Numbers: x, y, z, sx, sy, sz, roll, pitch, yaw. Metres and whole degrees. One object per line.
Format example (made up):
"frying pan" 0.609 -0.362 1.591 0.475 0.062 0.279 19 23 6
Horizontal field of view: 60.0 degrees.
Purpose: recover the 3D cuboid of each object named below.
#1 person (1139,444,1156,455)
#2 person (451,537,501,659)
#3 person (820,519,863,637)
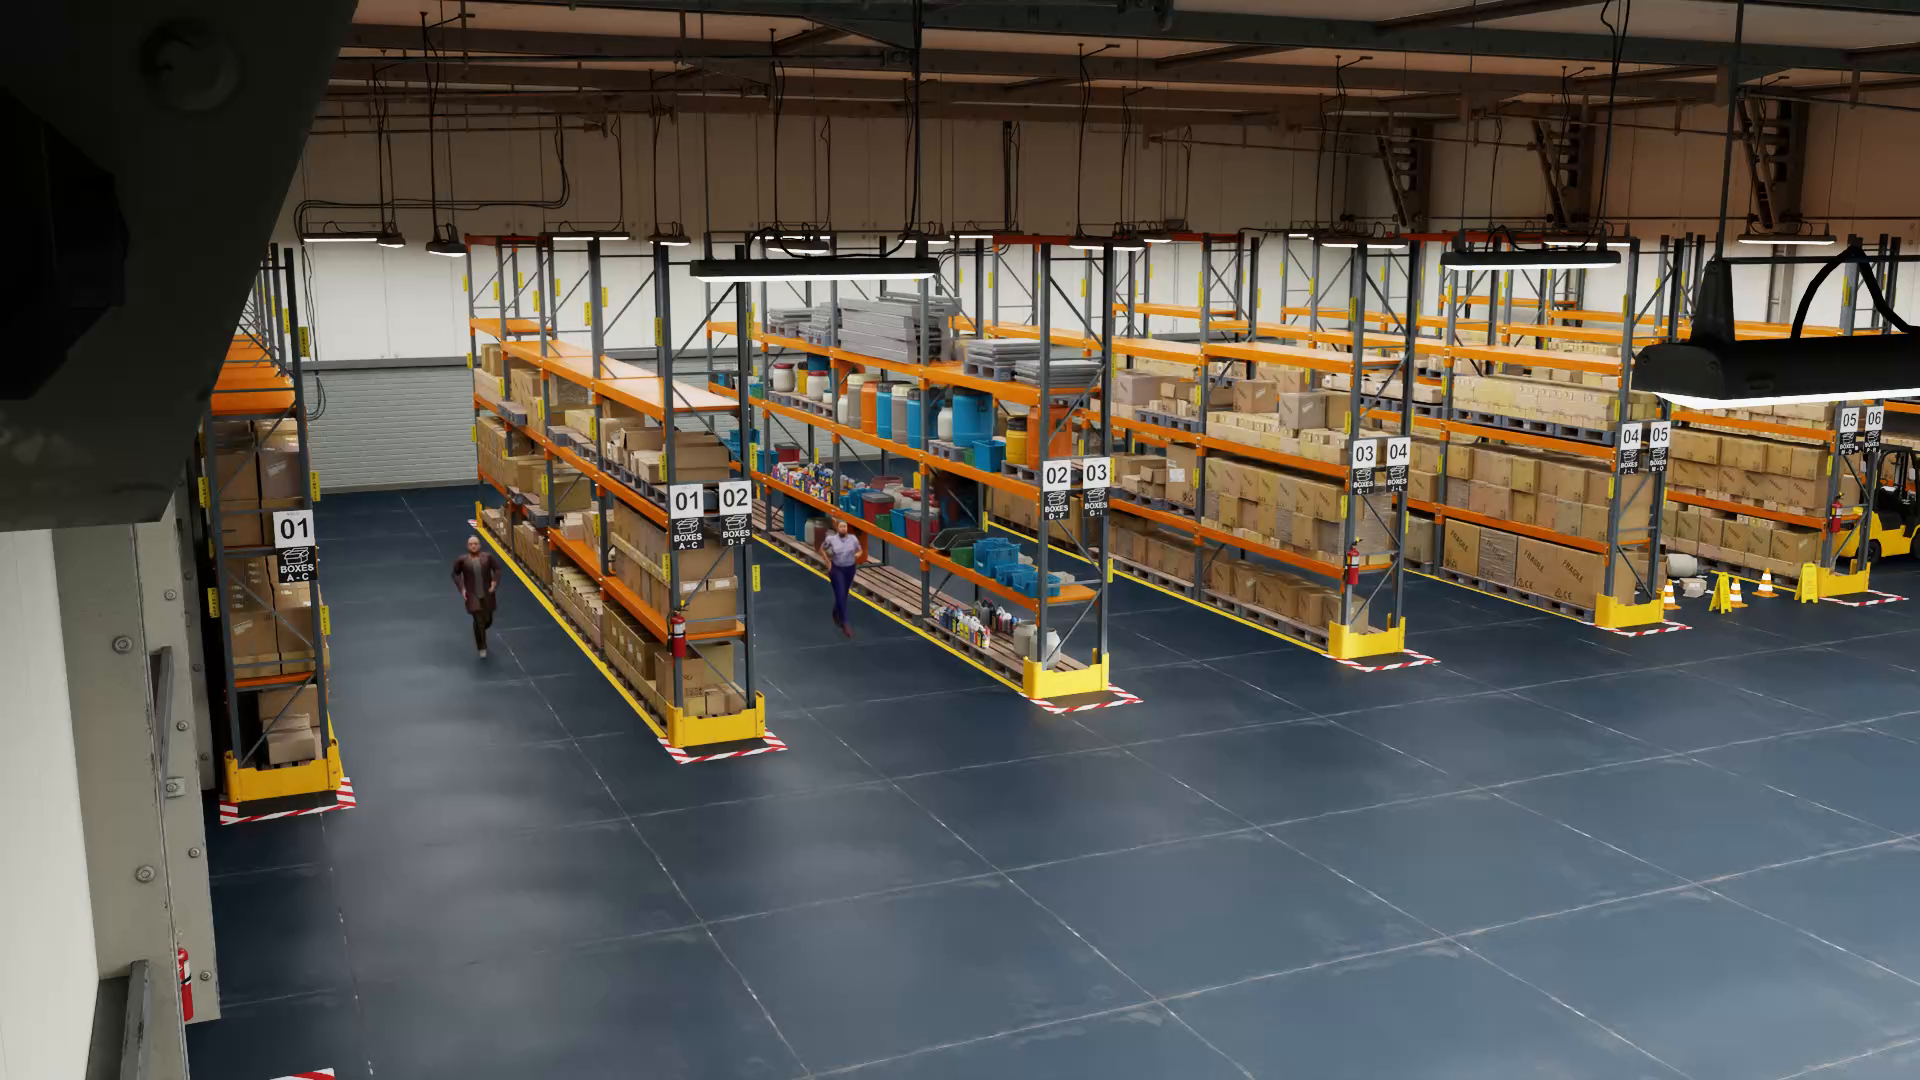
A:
"person" 4.764 -2.558 41.703 0.651 1.732 0.663 5 12 26
"person" -7.070 0.813 24.398 0.706 1.763 0.761 -5 12 -24
"person" -1.715 0.517 24.623 0.587 1.693 0.796 -6 12 -27
